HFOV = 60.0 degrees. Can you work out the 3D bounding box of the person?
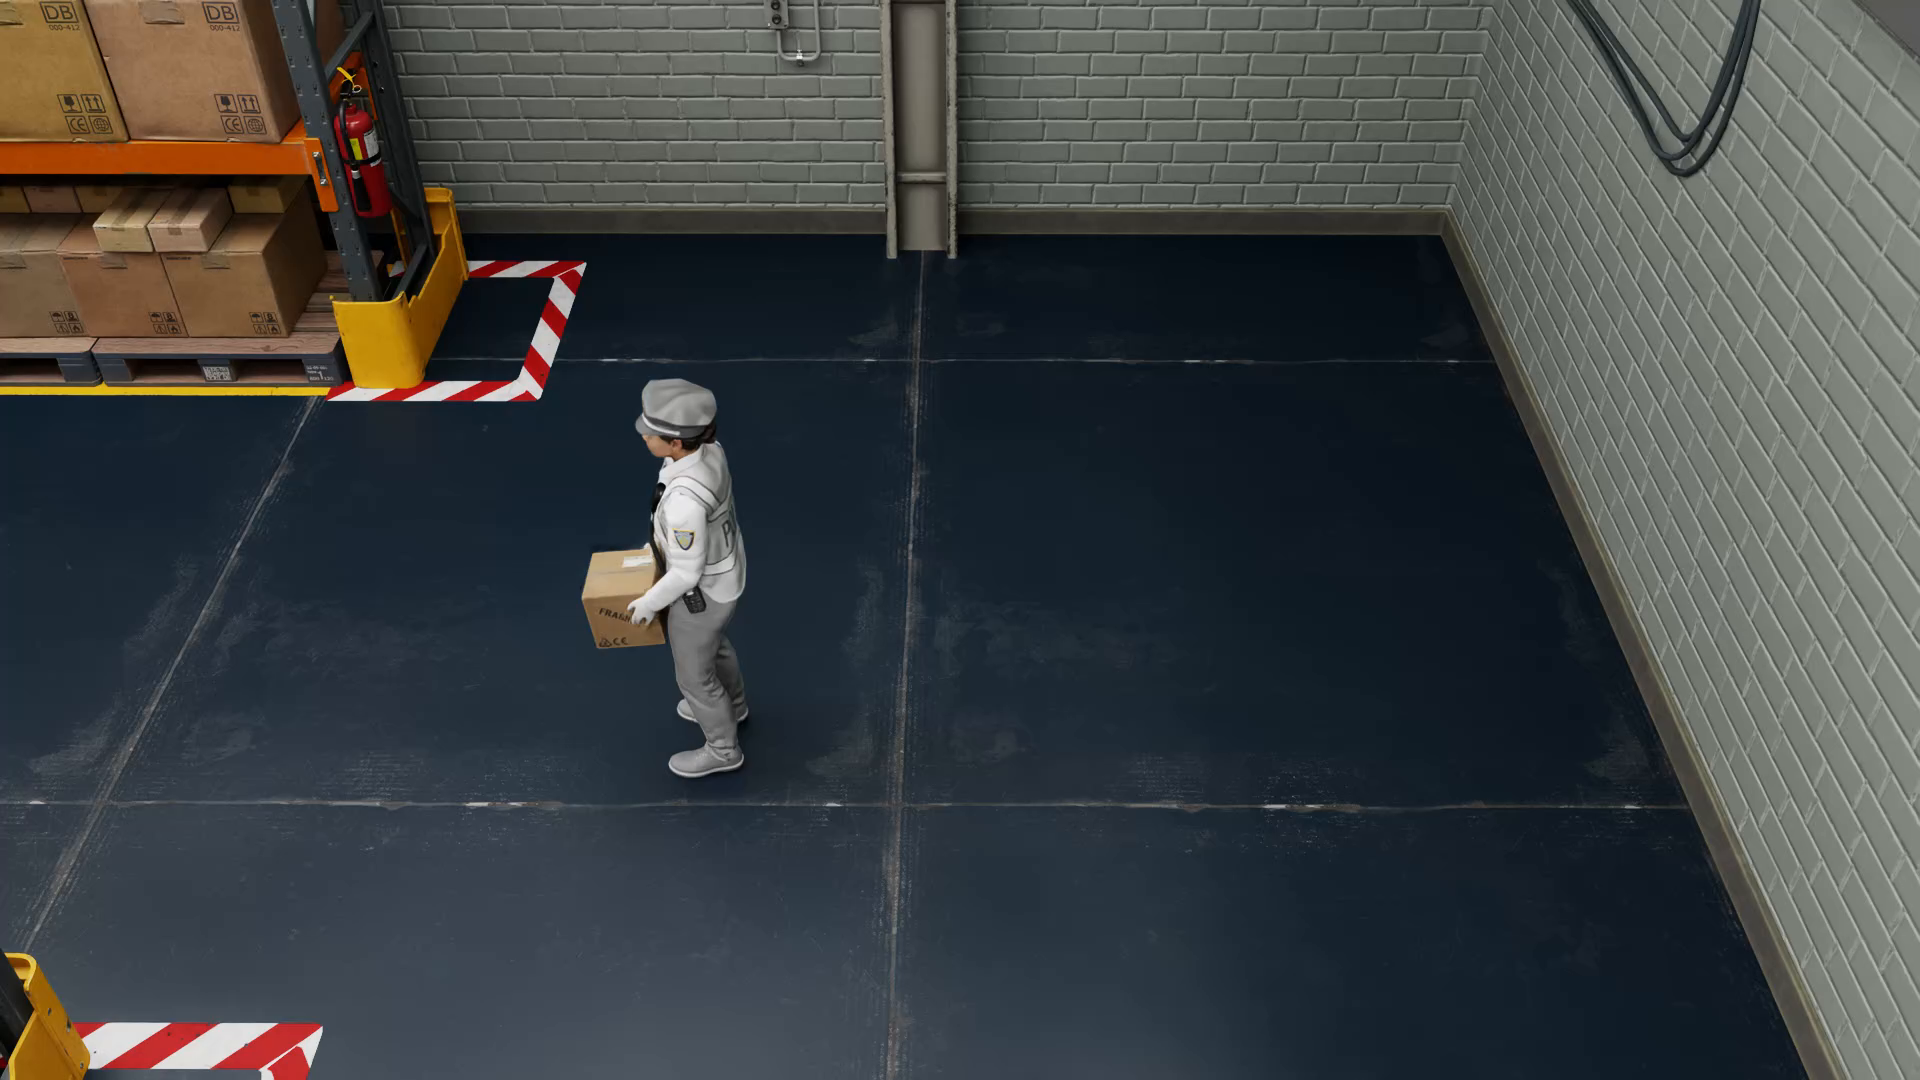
[{"bbox_3d":[-0.970,0.154,5.952,0.410,1.684,0.500,-1,40,-1],"label":"person"}]
